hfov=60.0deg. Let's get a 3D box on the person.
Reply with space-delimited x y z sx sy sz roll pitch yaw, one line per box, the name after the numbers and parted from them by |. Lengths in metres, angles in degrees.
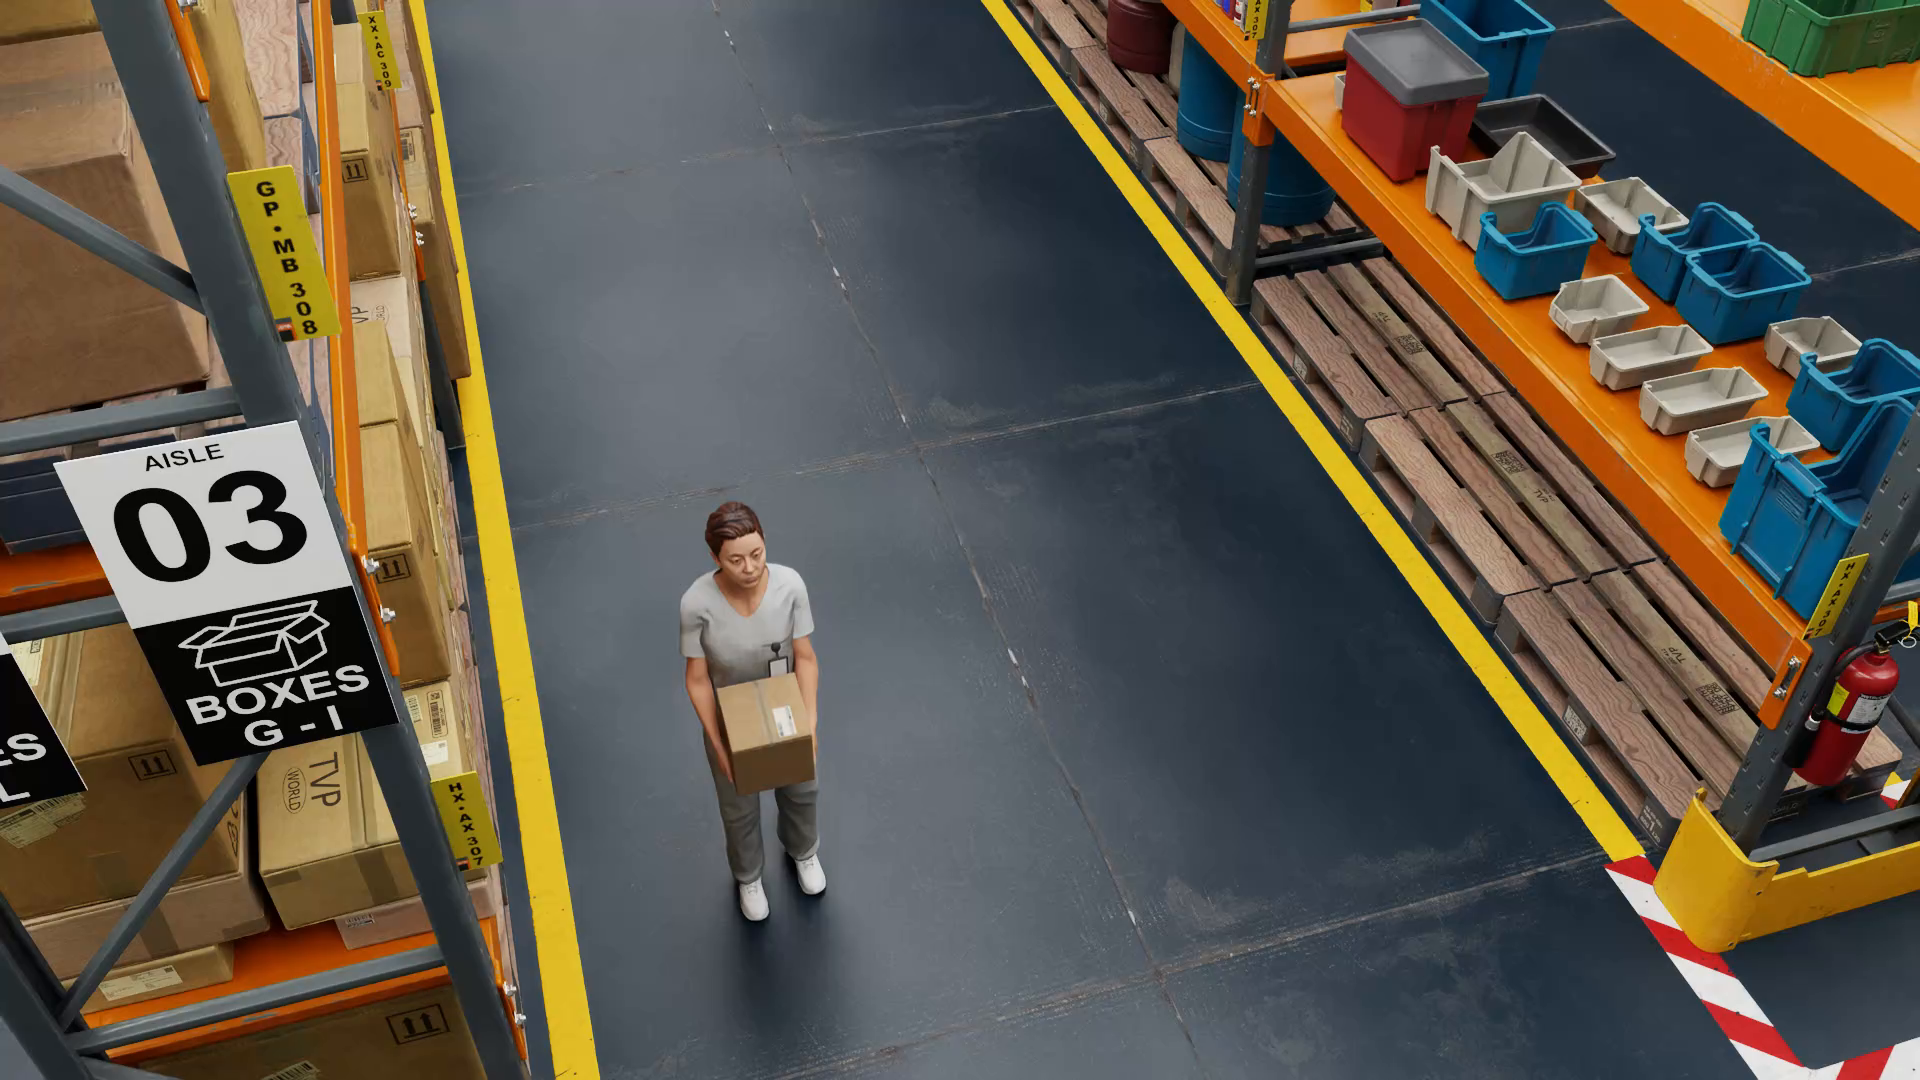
-0.661 0.615 5.497 0.437 1.662 0.554 -11 44 -12 | person
